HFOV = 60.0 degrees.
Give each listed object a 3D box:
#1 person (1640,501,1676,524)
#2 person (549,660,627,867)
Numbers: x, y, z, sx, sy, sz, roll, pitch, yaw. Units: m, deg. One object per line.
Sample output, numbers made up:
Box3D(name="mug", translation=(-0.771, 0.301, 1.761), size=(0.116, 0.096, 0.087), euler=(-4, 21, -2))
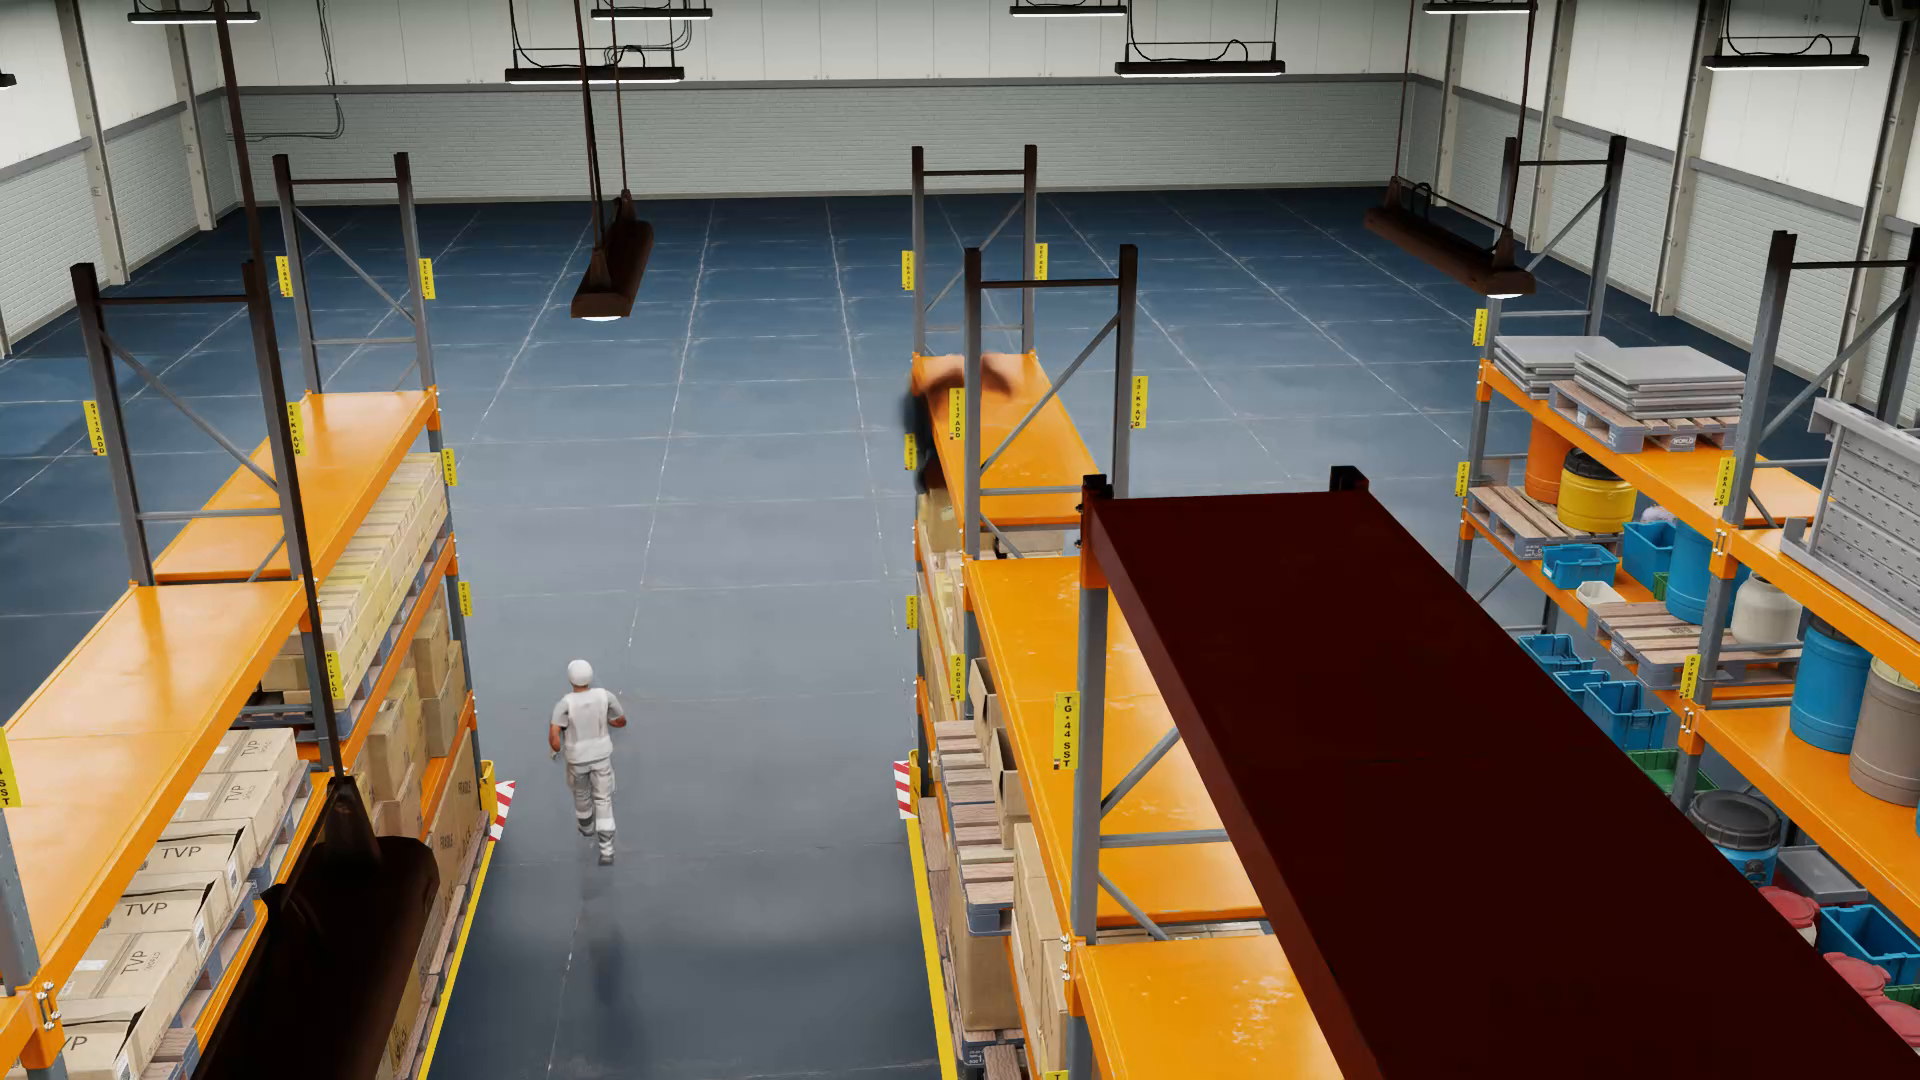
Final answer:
Box3D(name="person", translation=(8.001, 0.098, 19.154), size=(0.894, 1.623, 0.615), euler=(4, 22, 11))
Box3D(name="person", translation=(-3.091, 1.823, 13.871), size=(0.655, 1.817, 0.950), euler=(-8, 23, -18))
